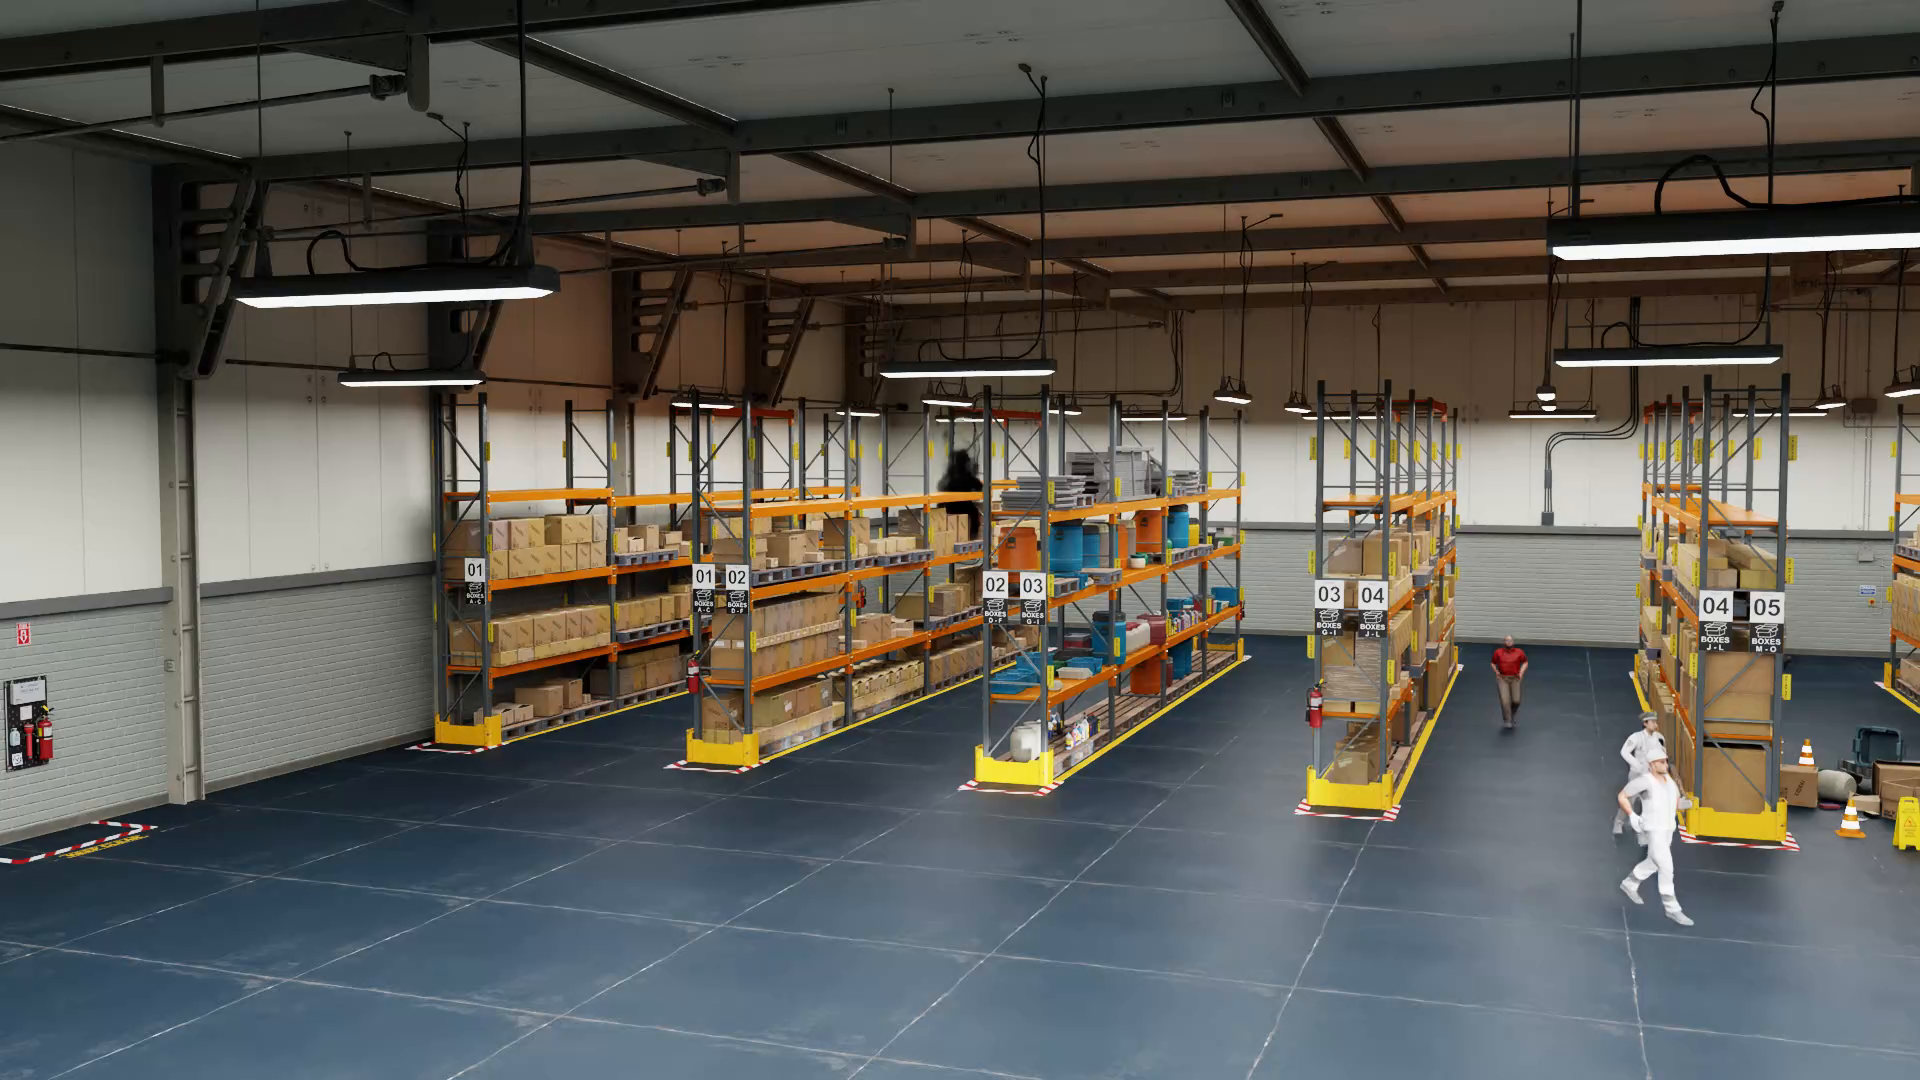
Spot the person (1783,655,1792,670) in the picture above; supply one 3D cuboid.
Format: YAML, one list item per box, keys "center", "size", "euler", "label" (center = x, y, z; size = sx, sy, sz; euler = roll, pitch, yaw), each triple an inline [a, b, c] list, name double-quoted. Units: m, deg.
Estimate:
- center: [18.202, 2.183, 37.231]
  size: [0.811, 1.720, 0.669]
  euler: [1, 3, 25]
  label: "person"

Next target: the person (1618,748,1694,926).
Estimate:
- center: [7.476, 3.125, 17.825]
  size: [0.660, 1.787, 0.976]
  euler: [-2, 4, -32]
  label: "person"

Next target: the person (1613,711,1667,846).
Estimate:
- center: [8.817, 3.039, 21.398]
  size: [0.678, 1.707, 0.670]
  euler: [0, 3, 0]
  label: "person"

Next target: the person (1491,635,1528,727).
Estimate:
- center: [9.943, 2.555, 30.117]
  size: [0.640, 1.679, 0.596]
  euler: [1, 3, 17]
  label: "person"
